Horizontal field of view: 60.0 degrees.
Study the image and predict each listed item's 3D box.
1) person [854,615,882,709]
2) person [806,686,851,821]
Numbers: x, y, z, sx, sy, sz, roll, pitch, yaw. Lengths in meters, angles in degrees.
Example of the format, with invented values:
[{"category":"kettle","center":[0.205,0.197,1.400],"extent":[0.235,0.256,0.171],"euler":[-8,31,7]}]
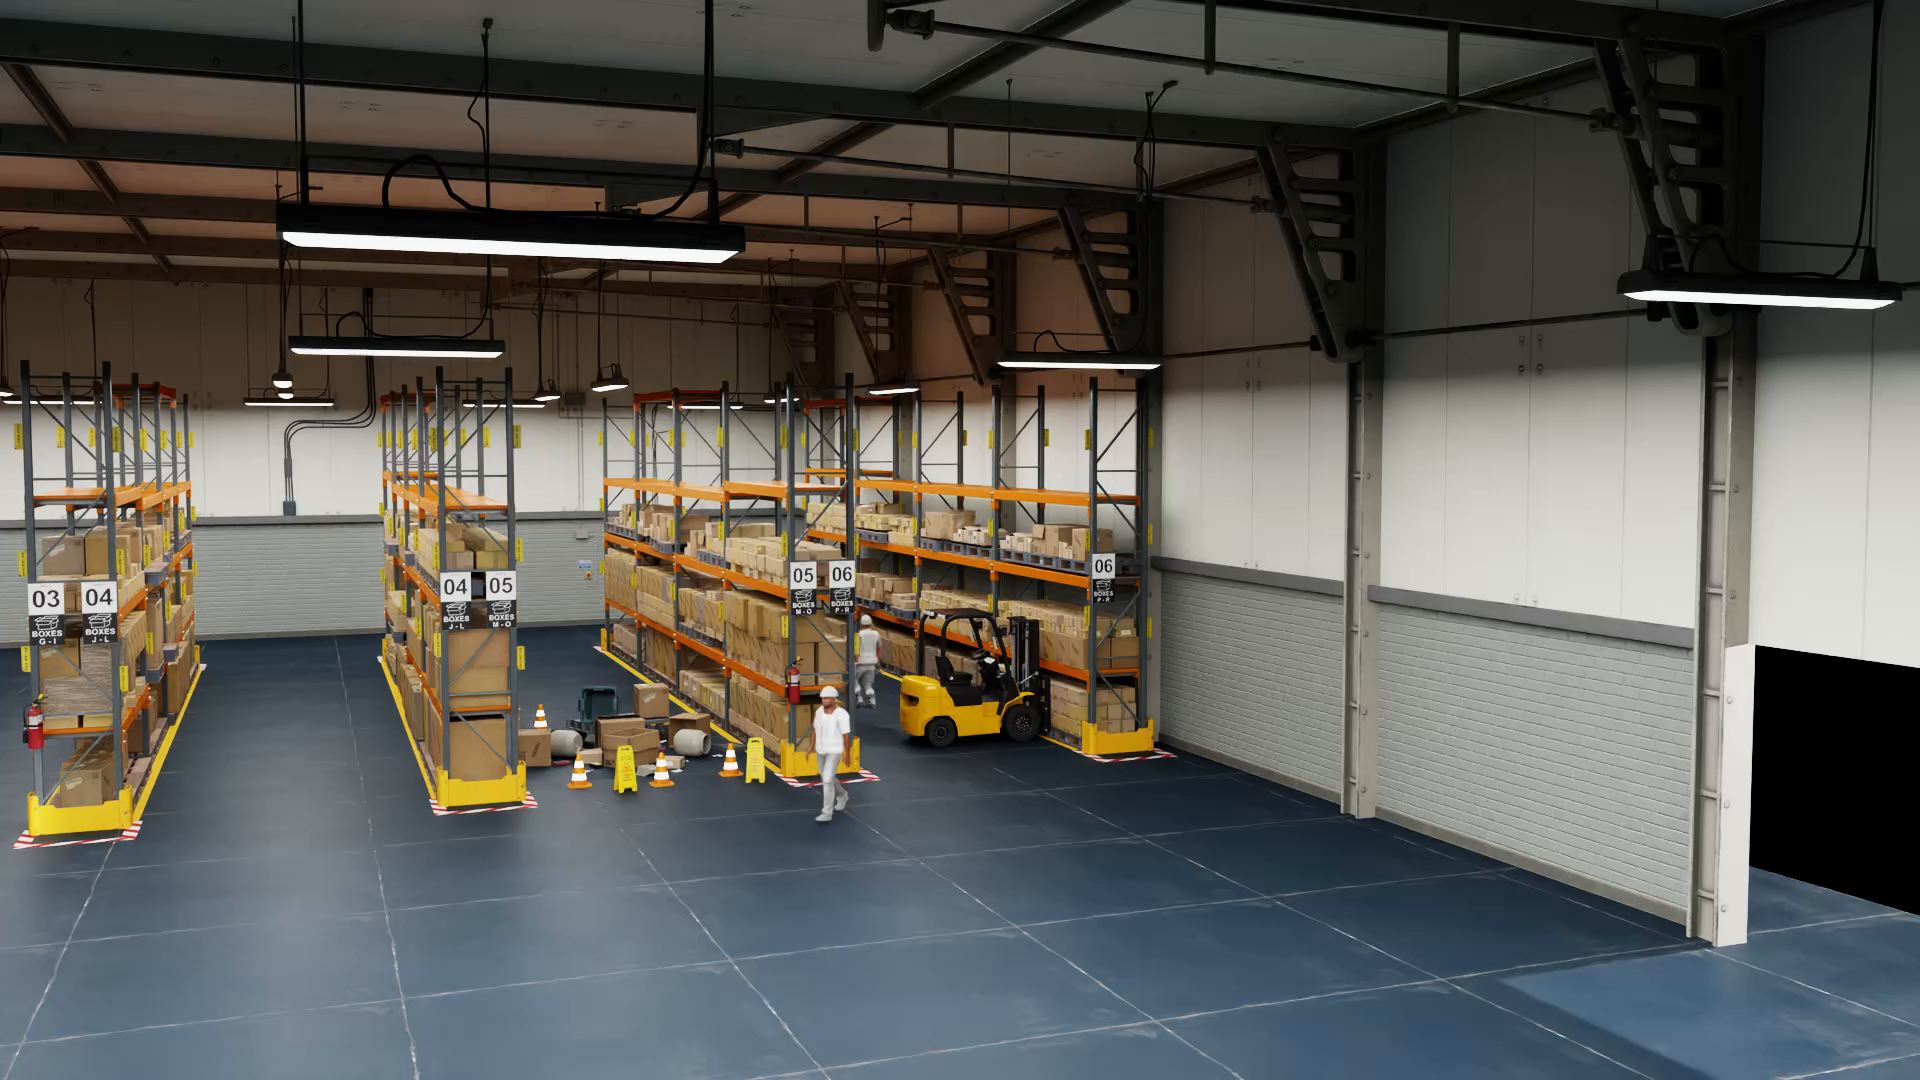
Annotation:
[{"category":"person","center":[-1.661,2.167,29.348],"extent":[0.589,1.697,0.642],"euler":[-2,4,-28]},{"category":"person","center":[-1.704,2.803,22.035],"extent":[0.567,1.751,0.871],"euler":[3,5,42]}]
